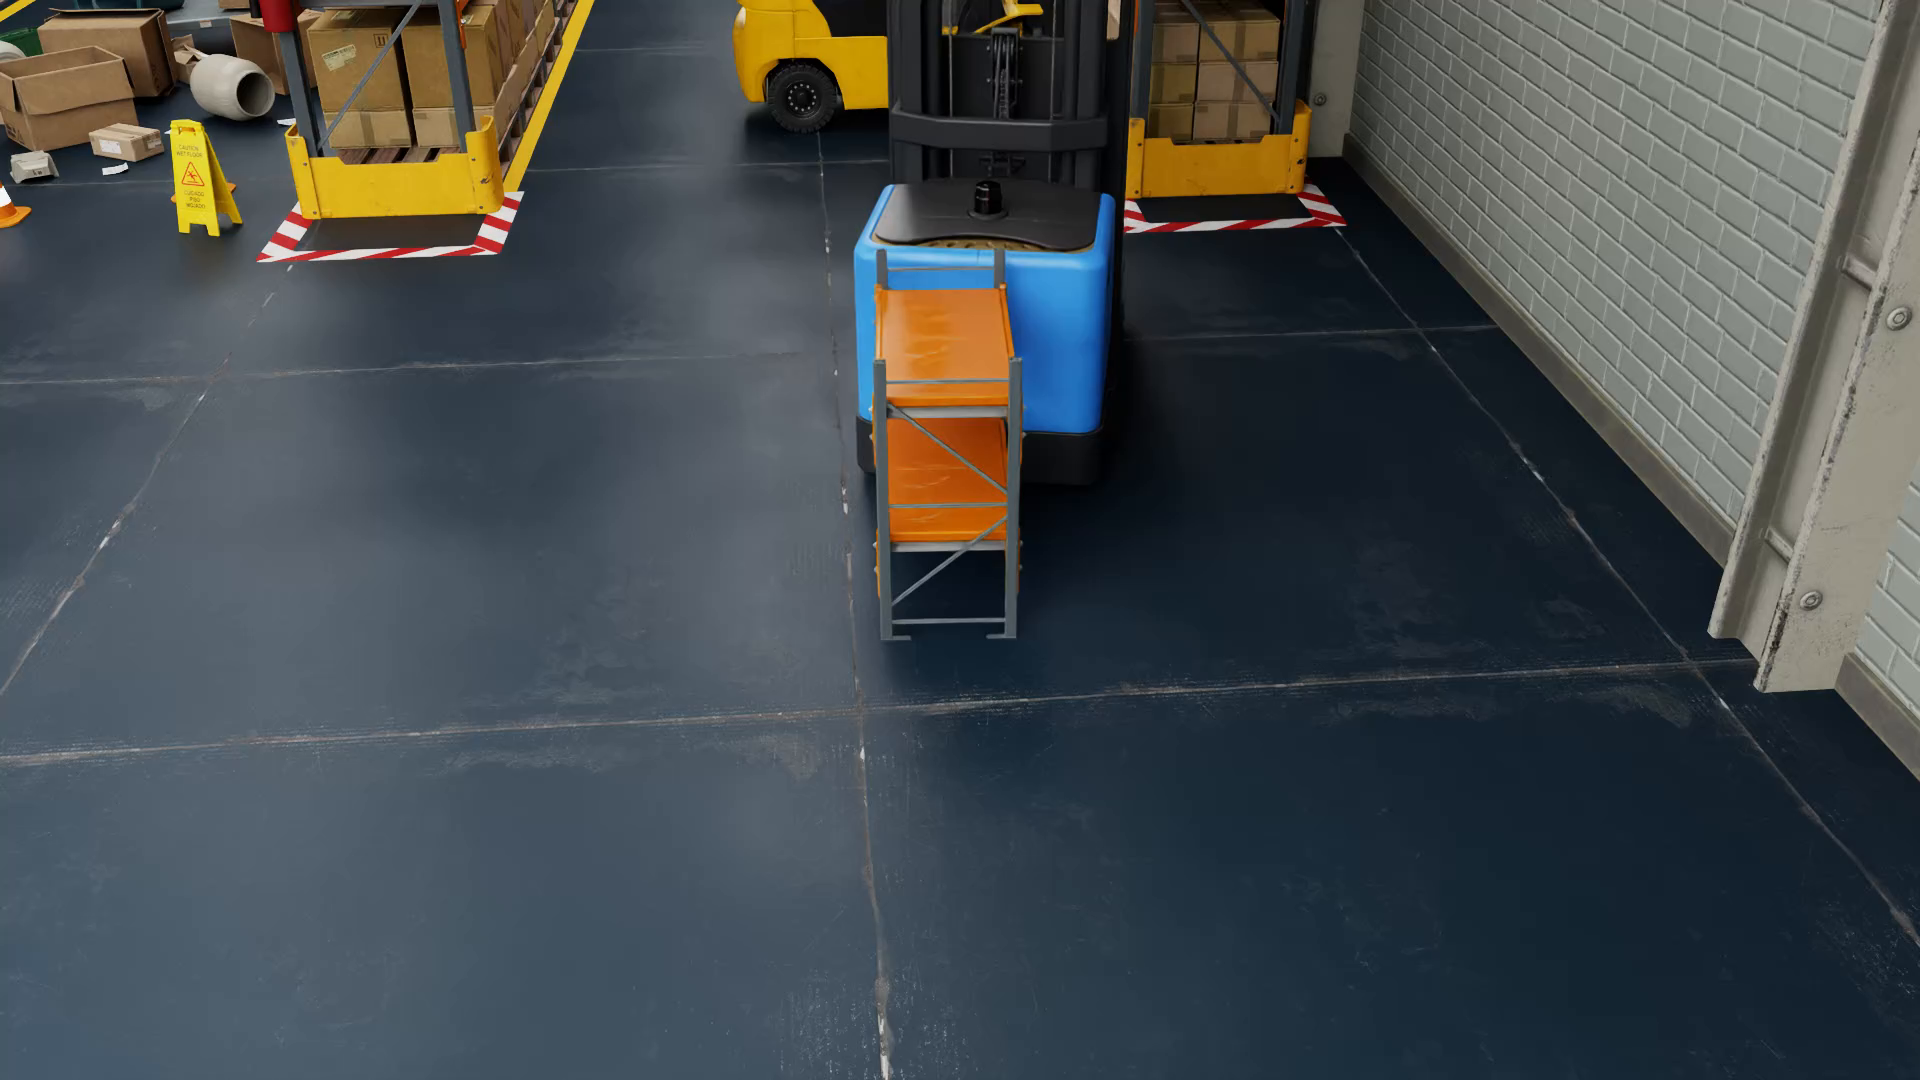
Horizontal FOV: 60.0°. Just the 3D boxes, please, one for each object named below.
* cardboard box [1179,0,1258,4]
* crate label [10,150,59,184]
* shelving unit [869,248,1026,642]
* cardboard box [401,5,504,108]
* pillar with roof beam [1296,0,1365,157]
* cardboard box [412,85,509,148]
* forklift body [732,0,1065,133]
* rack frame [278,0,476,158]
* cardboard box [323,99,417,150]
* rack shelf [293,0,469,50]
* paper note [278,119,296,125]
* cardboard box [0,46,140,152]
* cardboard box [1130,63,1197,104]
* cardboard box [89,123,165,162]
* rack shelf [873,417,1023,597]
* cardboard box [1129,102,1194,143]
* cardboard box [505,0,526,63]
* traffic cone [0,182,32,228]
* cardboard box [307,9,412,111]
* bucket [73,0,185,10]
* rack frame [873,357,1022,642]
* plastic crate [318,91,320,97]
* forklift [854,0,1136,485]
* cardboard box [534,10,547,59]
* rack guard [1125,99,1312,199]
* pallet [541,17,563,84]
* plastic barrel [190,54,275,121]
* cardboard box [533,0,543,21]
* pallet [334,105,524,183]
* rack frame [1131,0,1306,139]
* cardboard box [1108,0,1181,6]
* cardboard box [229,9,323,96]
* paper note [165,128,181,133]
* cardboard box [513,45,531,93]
[{"bbox_3d":[1.651,-3.463,10.919,0.500,0.250,0.500,-3,31,-5],"label":"cardboard box"},{"bbox_3d":[-5.917,-2.385,10.609,0.250,0.136,0.298,-20,36,-30],"label":"crate label"},{"bbox_3d":[-0.058,-0.380,6.289,0.538,1.125,1.048,-1,31,-2],"label":"shelving unit"},{"bbox_3d":[-3.187,-3.044,10.461,0.500,0.500,0.500,-4,31,-6],"label":"cardboard box"},{"bbox_3d":[-1.896,-6.292,8.509,9.100,9.000,0.400,-3,31,-5],"label":"pillar with roof beam"},{"bbox_3d":[-3.184,-2.710,10.633,0.500,0.250,0.500,-3,31,-5],"label":"cardboard box"},{"bbox_3d":[-0.436,-4.041,11.417,2.313,2.155,1.214,-3,31,-5],"label":"forklift body"},{"bbox_3d":[-3.384,-3.285,9.324,1.000,3.000,0.127,-3,31,-5],"label":"rack frame"},{"bbox_3d":[-3.730,-2.697,10.611,0.500,0.250,0.500,-3,31,-5],"label":"cardboard box"},{"bbox_3d":[-3.571,-3.997,11.218,1.077,0.370,4.000,-3,31,-5],"label":"rack shelf"},{"bbox_3d":[-4.692,-2.931,11.627,0.142,0.019,0.148,-14,33,-22],"label":"paper note"},{"bbox_3d":[-6.069,-2.988,11.262,0.637,0.503,0.797,27,40,37],"label":"cardboard box"},{"bbox_3d":[1.201,-2.972,10.585,0.500,0.250,0.500,-3,31,-5],"label":"cardboard box"},{"bbox_3d":[-5.517,-2.633,11.013,0.380,0.149,0.250,13,33,21],"label":"cardboard box"},{"bbox_3d":[-0.058,-0.170,6.414,0.538,0.278,1.000,-1,31,-2],"label":"rack shelf"},{"bbox_3d":[1.199,-2.749,10.699,0.500,0.250,0.500,-3,31,-4],"label":"cardboard box"},{"bbox_3d":[-3.279,-3.567,11.337,0.500,0.500,0.500,-2,31,-4],"label":"cardboard box"},{"bbox_3d":[-5.782,-2.126,9.859,0.336,0.463,0.334,-3,31,-5],"label":"traffic cone"},{"bbox_3d":[-3.718,-3.003,10.393,0.500,0.500,0.500,-3,31,-4],"label":"cardboard box"},{"bbox_3d":[-6.368,-4.326,12.778,0.726,0.611,0.620,8,22,13],"label":"bucket"},{"bbox_3d":[-0.041,-0.119,5.853,0.500,1.125,0.032,-1,31,-2],"label":"rack frame"},{"bbox_3d":[-4.427,-3.233,12.084,0.402,0.080,0.583,-14,33,-22],"label":"plastic crate"},{"bbox_3d":[0.251,-2.223,7.613,1.130,2.935,3.031,4,31,6],"label":"forklift"},{"bbox_3d":[-3.375,-3.766,12.402,0.500,0.250,0.500,-4,31,-6],"label":"cardboard box"},{"bbox_3d":[1.560,-2.439,10.346,1.175,0.500,0.348,-3,31,-5],"label":"rack guard"},{"bbox_3d":[-3.660,-3.789,12.887,1.003,0.211,1.213,-3,31,-5],"label":"pallet"},{"bbox_3d":[-5.084,-3.161,11.629,0.512,0.421,0.421,20,36,29],"label":"plastic barrel"},{"bbox_3d":[-3.386,-4.100,12.229,0.500,0.500,0.500,-2,31,-4],"label":"cardboard box"},{"bbox_3d":[-3.432,-2.543,10.801,1.003,0.211,1.213,-3,31,-5],"label":"pallet"},{"bbox_3d":[1.558,-3.524,9.725,1.000,3.000,0.127,-3,31,-5],"label":"rack frame"},{"bbox_3d":[1.151,-3.434,10.871,0.500,0.250,0.500,-2,31,-4],"label":"cardboard box"},{"bbox_3d":[-5.012,-3.643,12.358,0.500,0.500,0.500,20,36,29],"label":"cardboard box"},{"bbox_3d":[-5.384,-2.833,11.475,0.148,0.019,0.142,8,32,13],"label":"paper note"},{"bbox_3d":[-3.288,-3.249,11.535,0.500,0.250,0.500,-1,31,-1],"label":"cardboard box"}]
